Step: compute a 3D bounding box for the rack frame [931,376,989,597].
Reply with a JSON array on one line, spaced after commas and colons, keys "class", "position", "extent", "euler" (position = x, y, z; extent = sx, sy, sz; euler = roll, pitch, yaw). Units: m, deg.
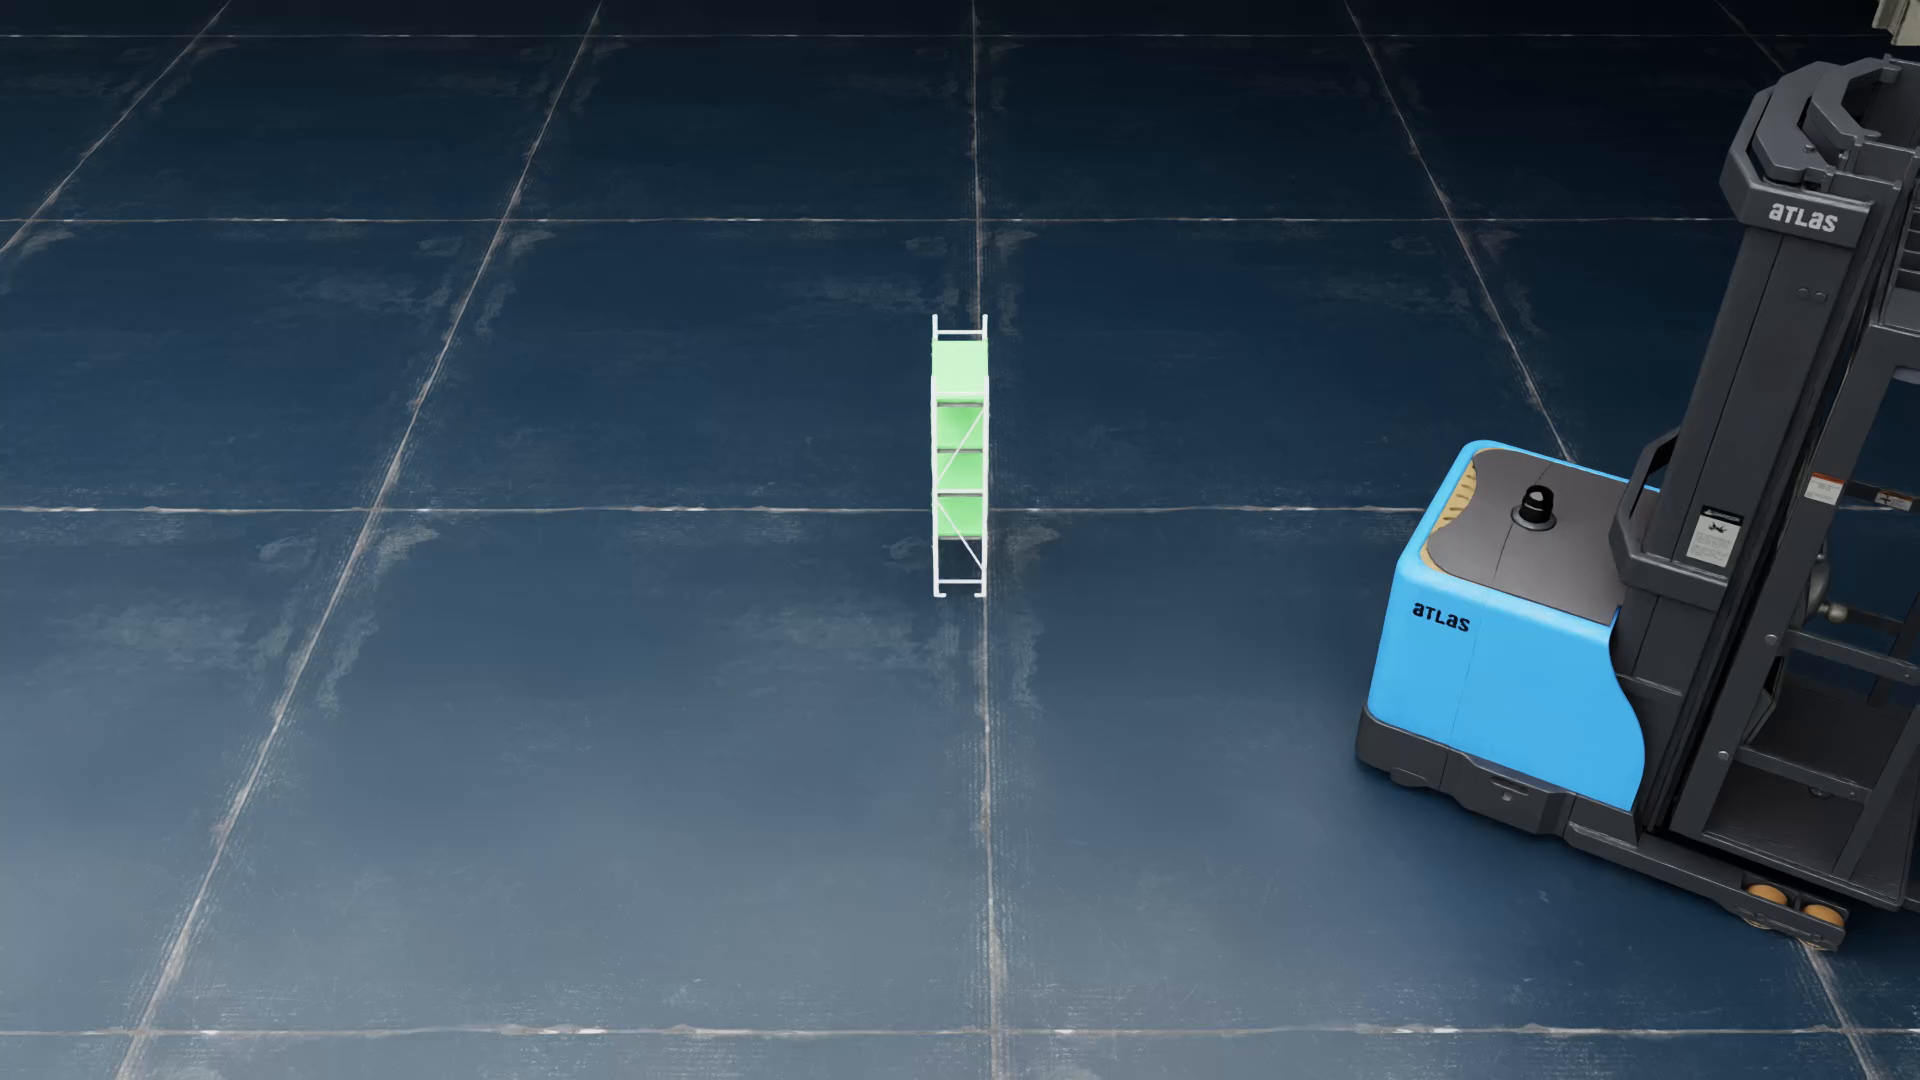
[{"class": "rack frame", "position": [0.000, -0.212, 7.301], "extent": [0.240, 1.200, 0.015], "euler": [0, 39, 0]}]

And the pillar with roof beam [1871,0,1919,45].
[{"class": "pillar with roof beam", "position": [2.985, -7.415, 10.053], "extent": [9.100, 9.000, 0.400], "euler": [0, 39, 0]}]

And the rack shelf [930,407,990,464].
[{"class": "rack shelf", "position": [0.000, -0.502, 7.381], "extent": [0.258, 0.148, 0.480], "euler": [0, 39, 0]}]

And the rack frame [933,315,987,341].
[{"class": "rack frame", "position": [0.000, -0.517, 7.682], "extent": [0.240, 1.200, 0.015], "euler": [0, 39, 0]}]

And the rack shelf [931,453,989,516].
[{"class": "rack shelf", "position": [0.000, -0.315, 7.531], "extent": [0.258, 0.148, 0.480], "euler": [0, 39, 0]}]

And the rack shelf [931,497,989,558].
[{"class": "rack shelf", "position": [0.000, -0.128, 7.681], "extent": [0.258, 0.148, 0.480], "euler": [0, 39, 0]}]

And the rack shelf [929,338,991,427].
[{"class": "rack shelf", "position": [0.000, -0.689, 7.231], "extent": [0.258, 0.148, 0.480], "euler": [0, 39, 0]}]

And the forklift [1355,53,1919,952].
[{"class": "forklift", "position": [3.155, -0.020, 5.677], "extent": [3.031, 2.935, 1.130], "euler": [20, 43, 23]}]

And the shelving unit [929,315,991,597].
[{"class": "shelving unit", "position": [0.000, -0.365, 7.491], "extent": [0.258, 1.200, 0.503], "euler": [0, 39, 0]}]
